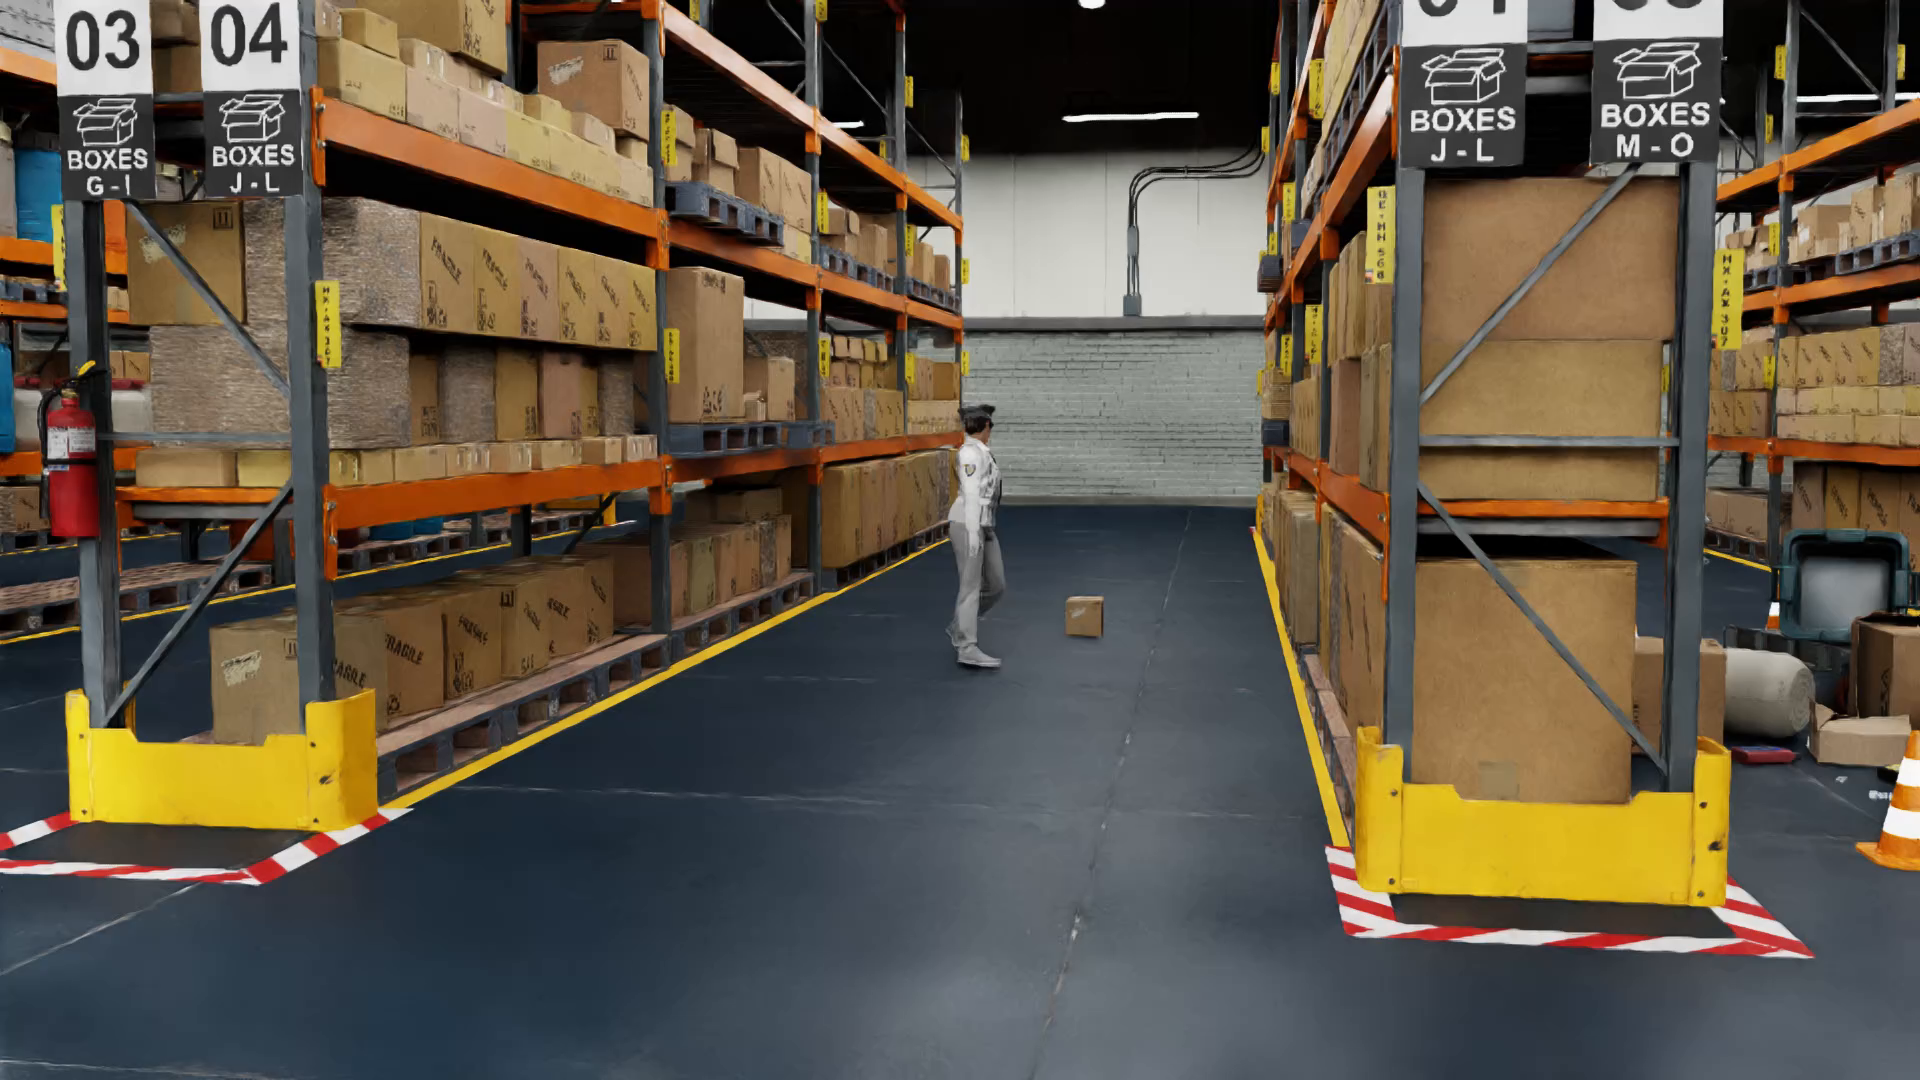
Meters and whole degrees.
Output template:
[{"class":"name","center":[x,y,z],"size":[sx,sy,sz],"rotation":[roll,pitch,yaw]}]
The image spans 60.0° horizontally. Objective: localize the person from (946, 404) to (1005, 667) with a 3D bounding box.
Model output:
[{"class":"person","center":[0.088,-0.044,10.576],"size":[0.479,1.640,0.610],"rotation":[1,5,14]}]
